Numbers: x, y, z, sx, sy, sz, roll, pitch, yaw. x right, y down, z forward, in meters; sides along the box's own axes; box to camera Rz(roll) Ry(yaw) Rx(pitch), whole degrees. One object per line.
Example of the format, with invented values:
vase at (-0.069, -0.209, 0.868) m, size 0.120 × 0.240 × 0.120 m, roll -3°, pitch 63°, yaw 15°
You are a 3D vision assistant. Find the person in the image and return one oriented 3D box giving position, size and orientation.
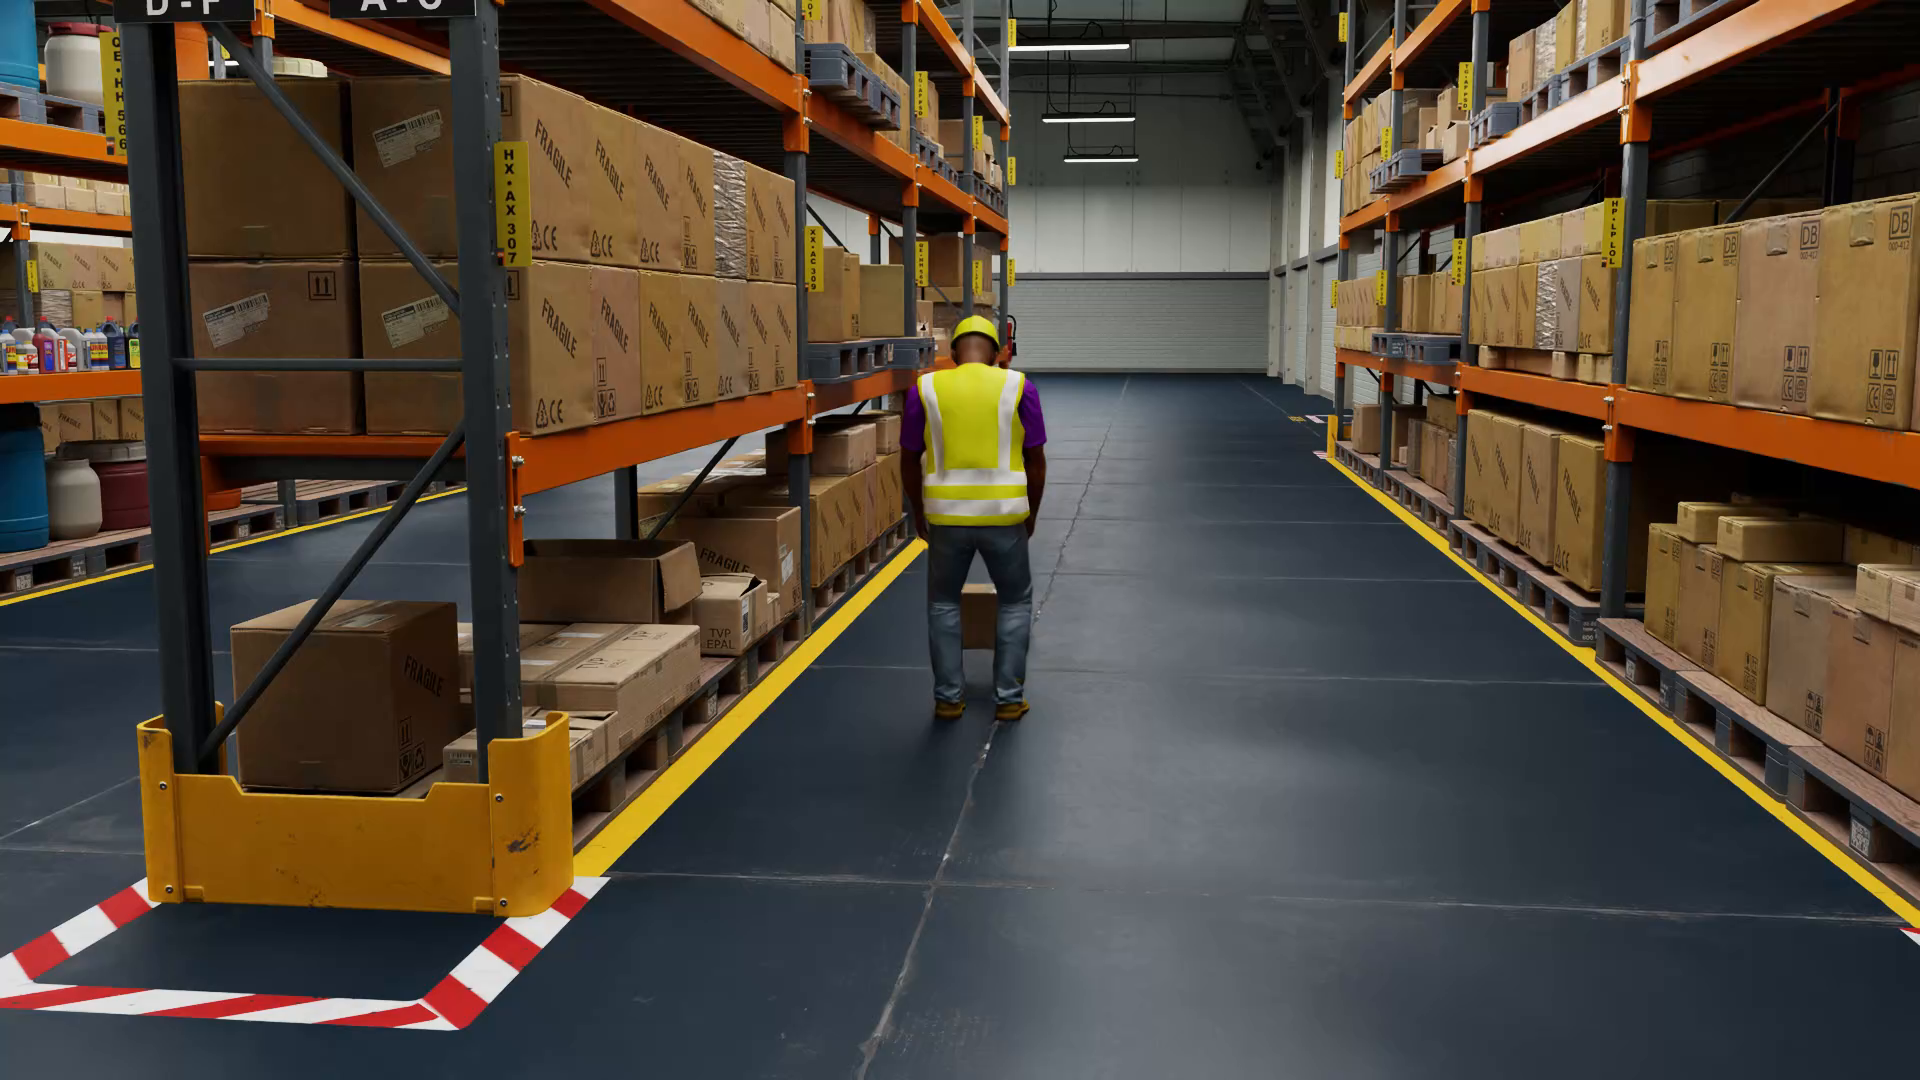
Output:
person at (0.050, -0.097, 6.878) m, size 0.610 × 1.651 × 0.554 m, roll 1°, pitch 8°, yaw 7°
